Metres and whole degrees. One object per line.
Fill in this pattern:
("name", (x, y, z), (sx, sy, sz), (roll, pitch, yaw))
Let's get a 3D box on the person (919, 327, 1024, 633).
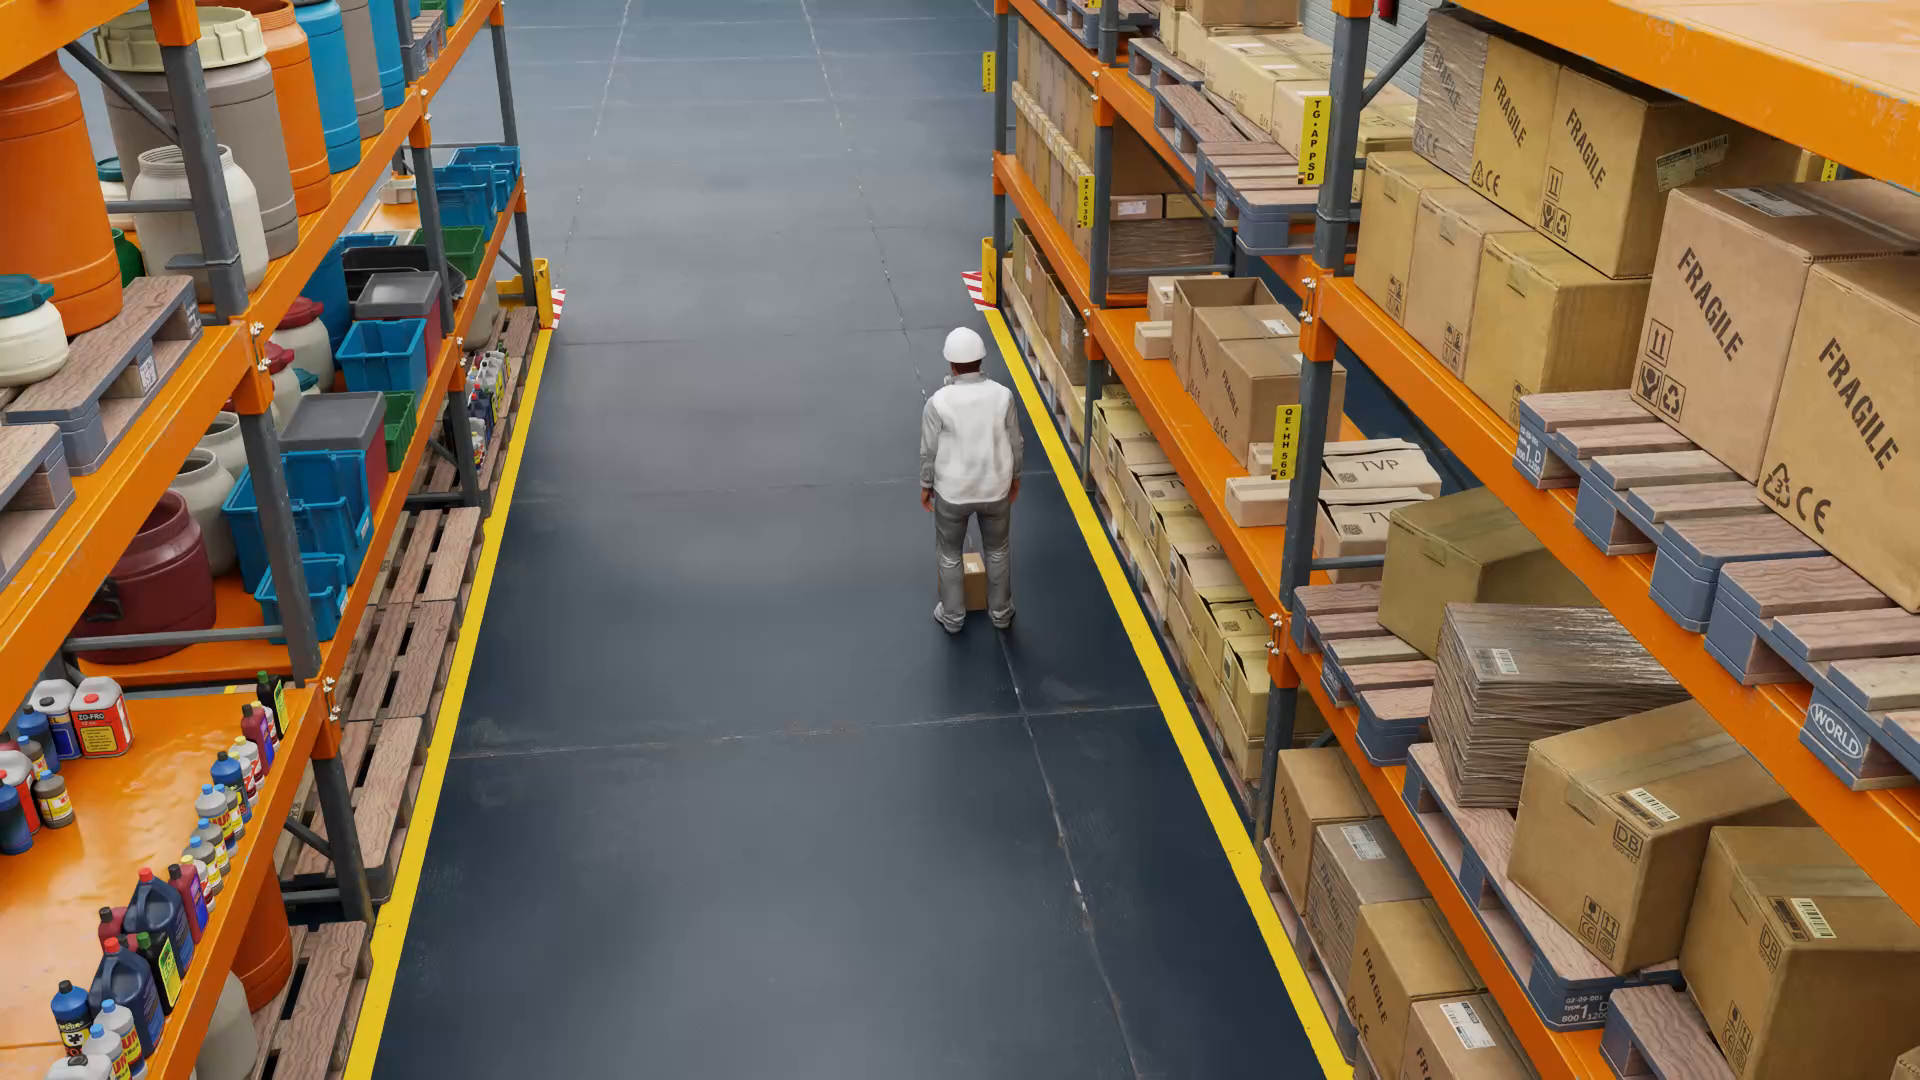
("person", (0.060, -0.311, 9.201), (0.582, 1.769, 0.467), (-5, 27, -10))
